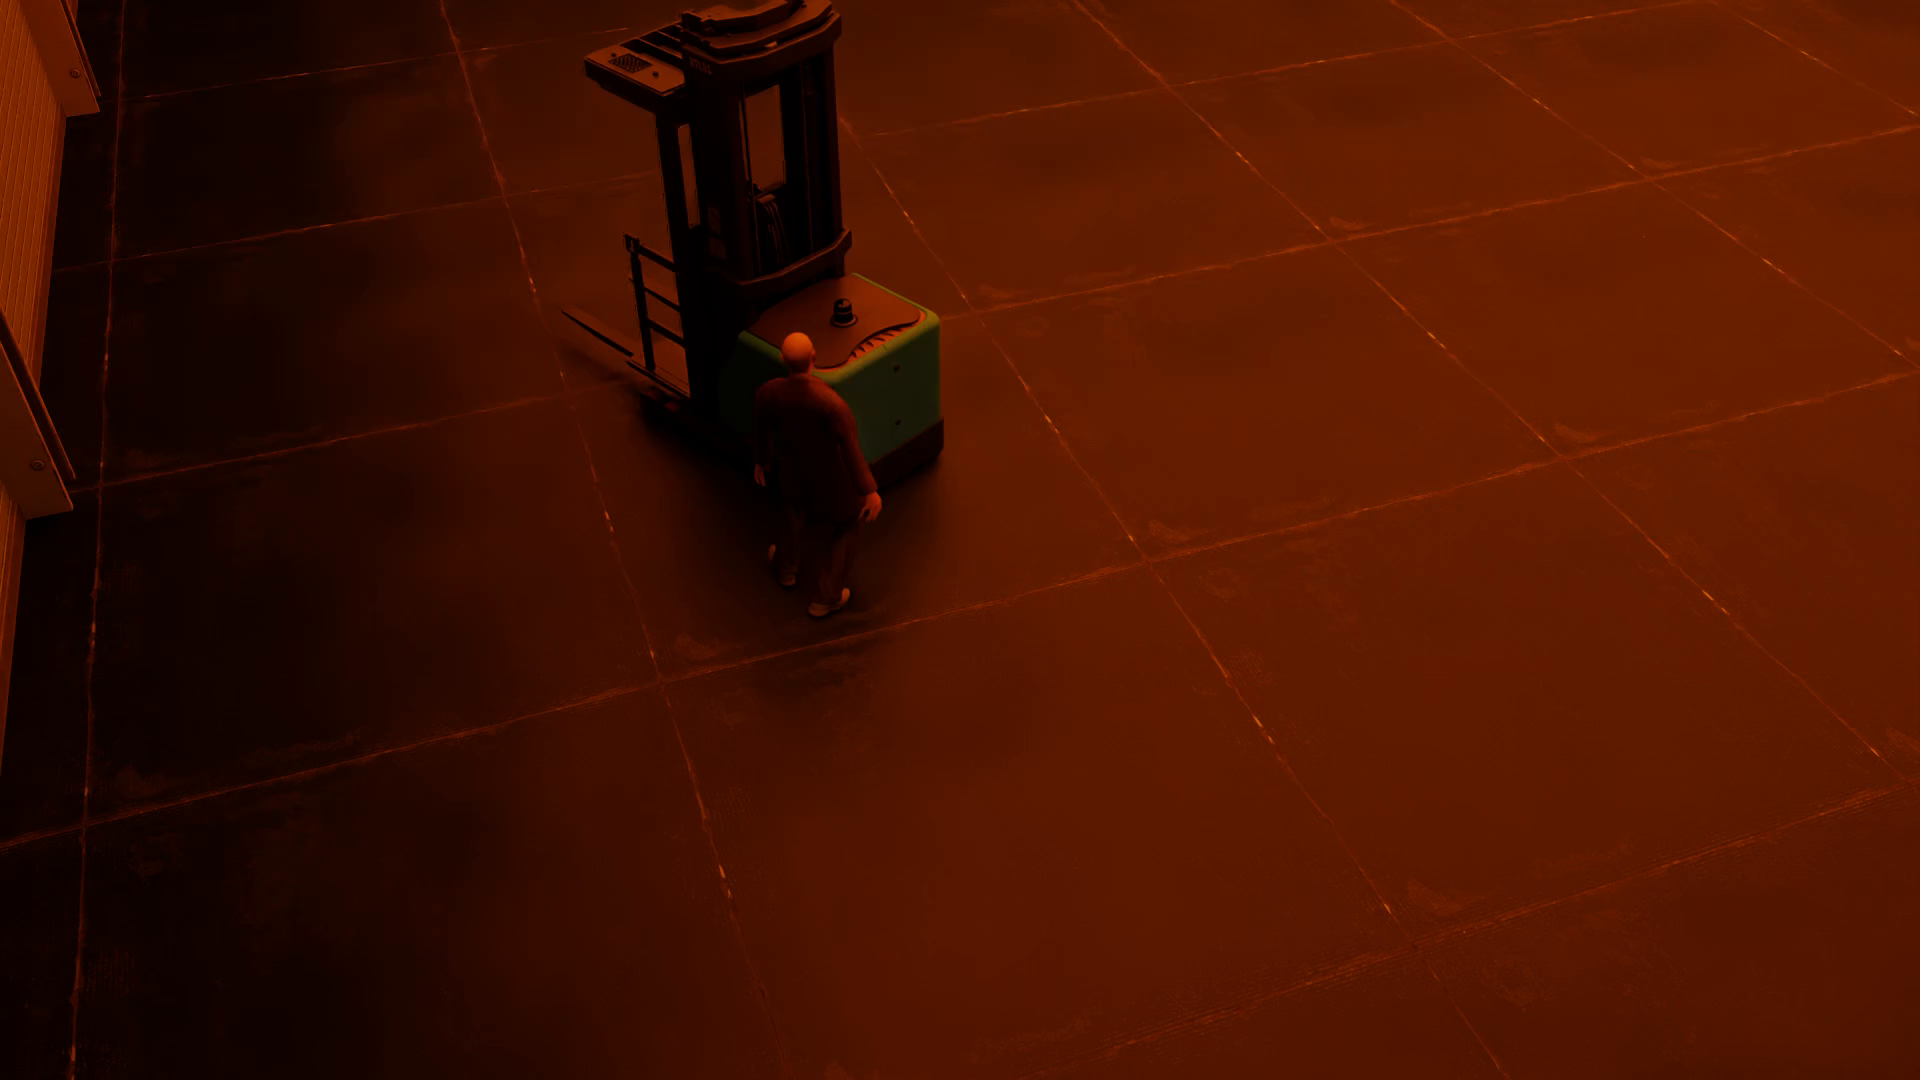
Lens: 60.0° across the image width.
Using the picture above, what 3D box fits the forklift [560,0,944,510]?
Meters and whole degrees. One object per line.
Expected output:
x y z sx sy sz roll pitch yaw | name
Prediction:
-1.529 -2.107 10.506 3.031 2.935 1.130 31 49 31 | forklift

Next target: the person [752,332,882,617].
-0.823 -0.351 9.407 0.935 1.739 0.583 23 45 25 | person
